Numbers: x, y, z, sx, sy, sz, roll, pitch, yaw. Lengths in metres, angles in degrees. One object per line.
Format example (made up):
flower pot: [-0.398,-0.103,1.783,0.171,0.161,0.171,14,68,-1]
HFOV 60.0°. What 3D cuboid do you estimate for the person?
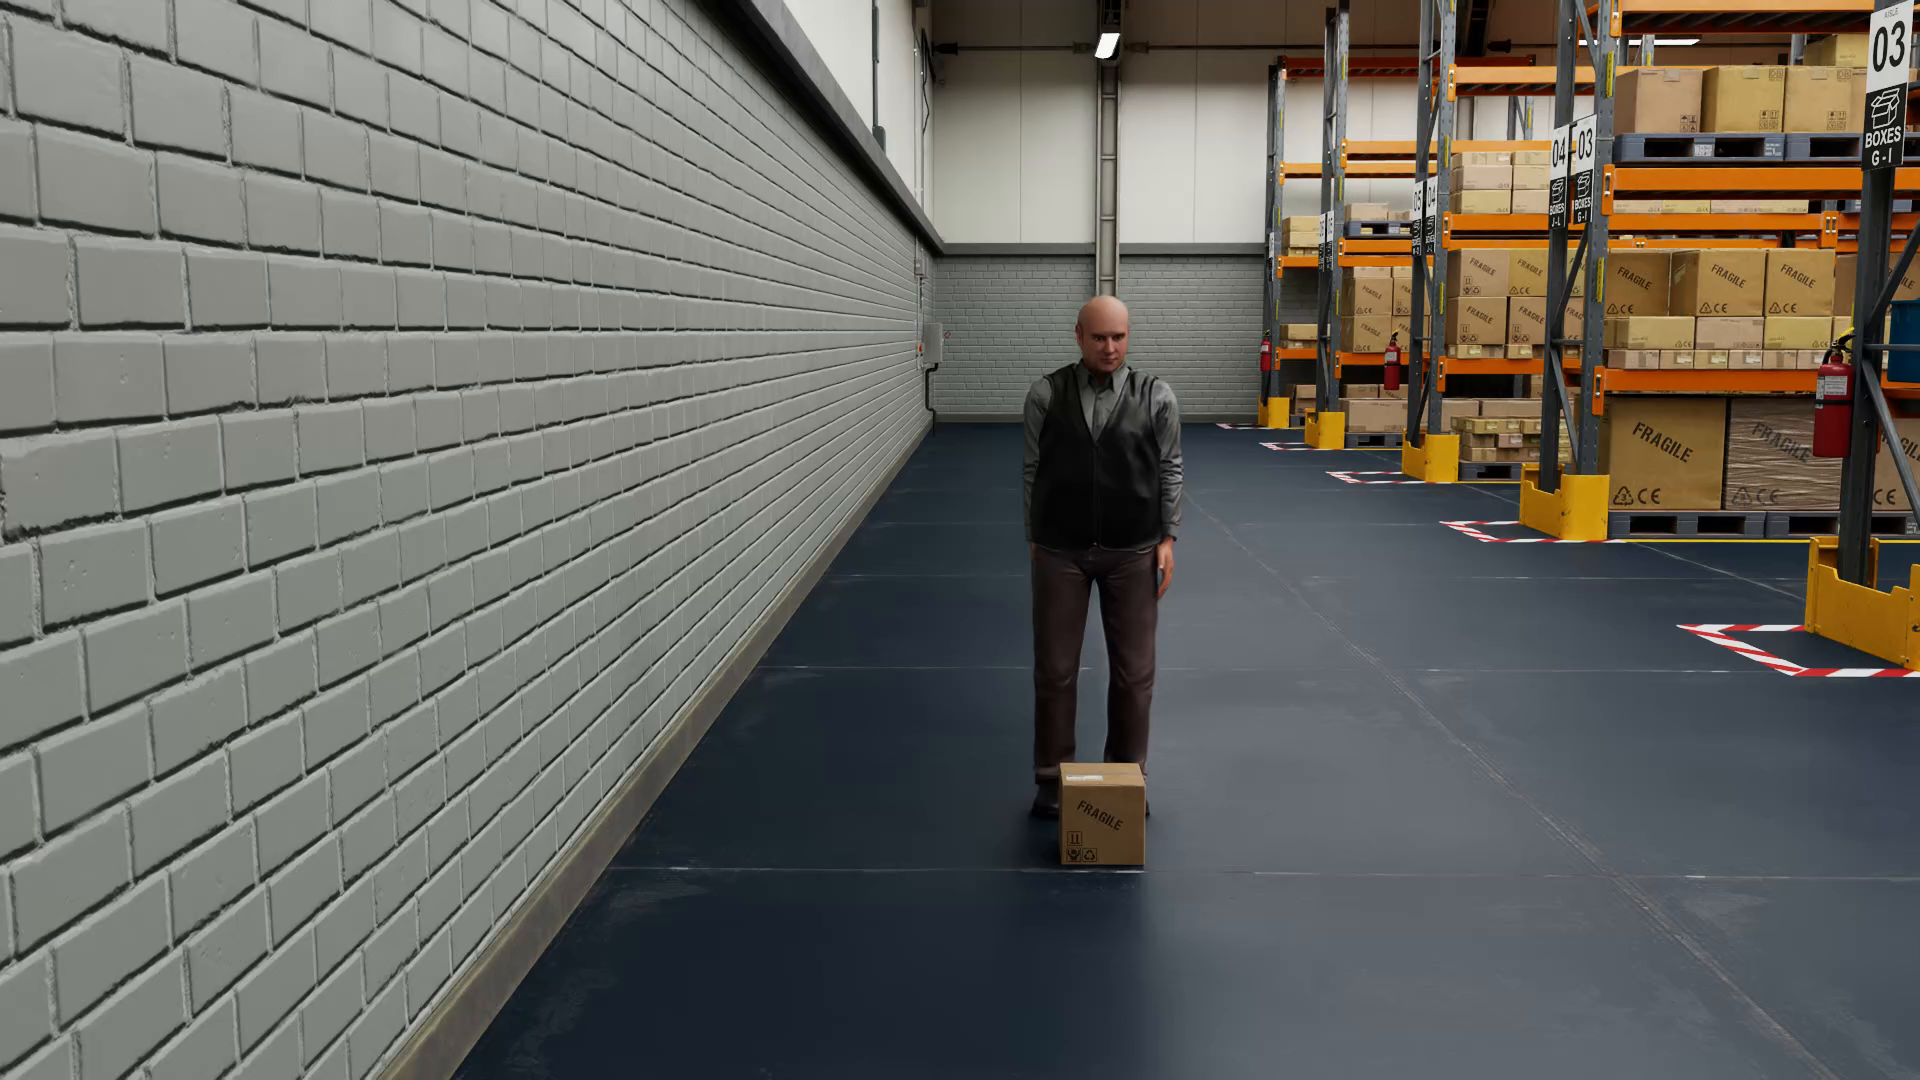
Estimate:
person: [0.468,0.113,5.510,0.535,1.592,0.353,0,7,3]
